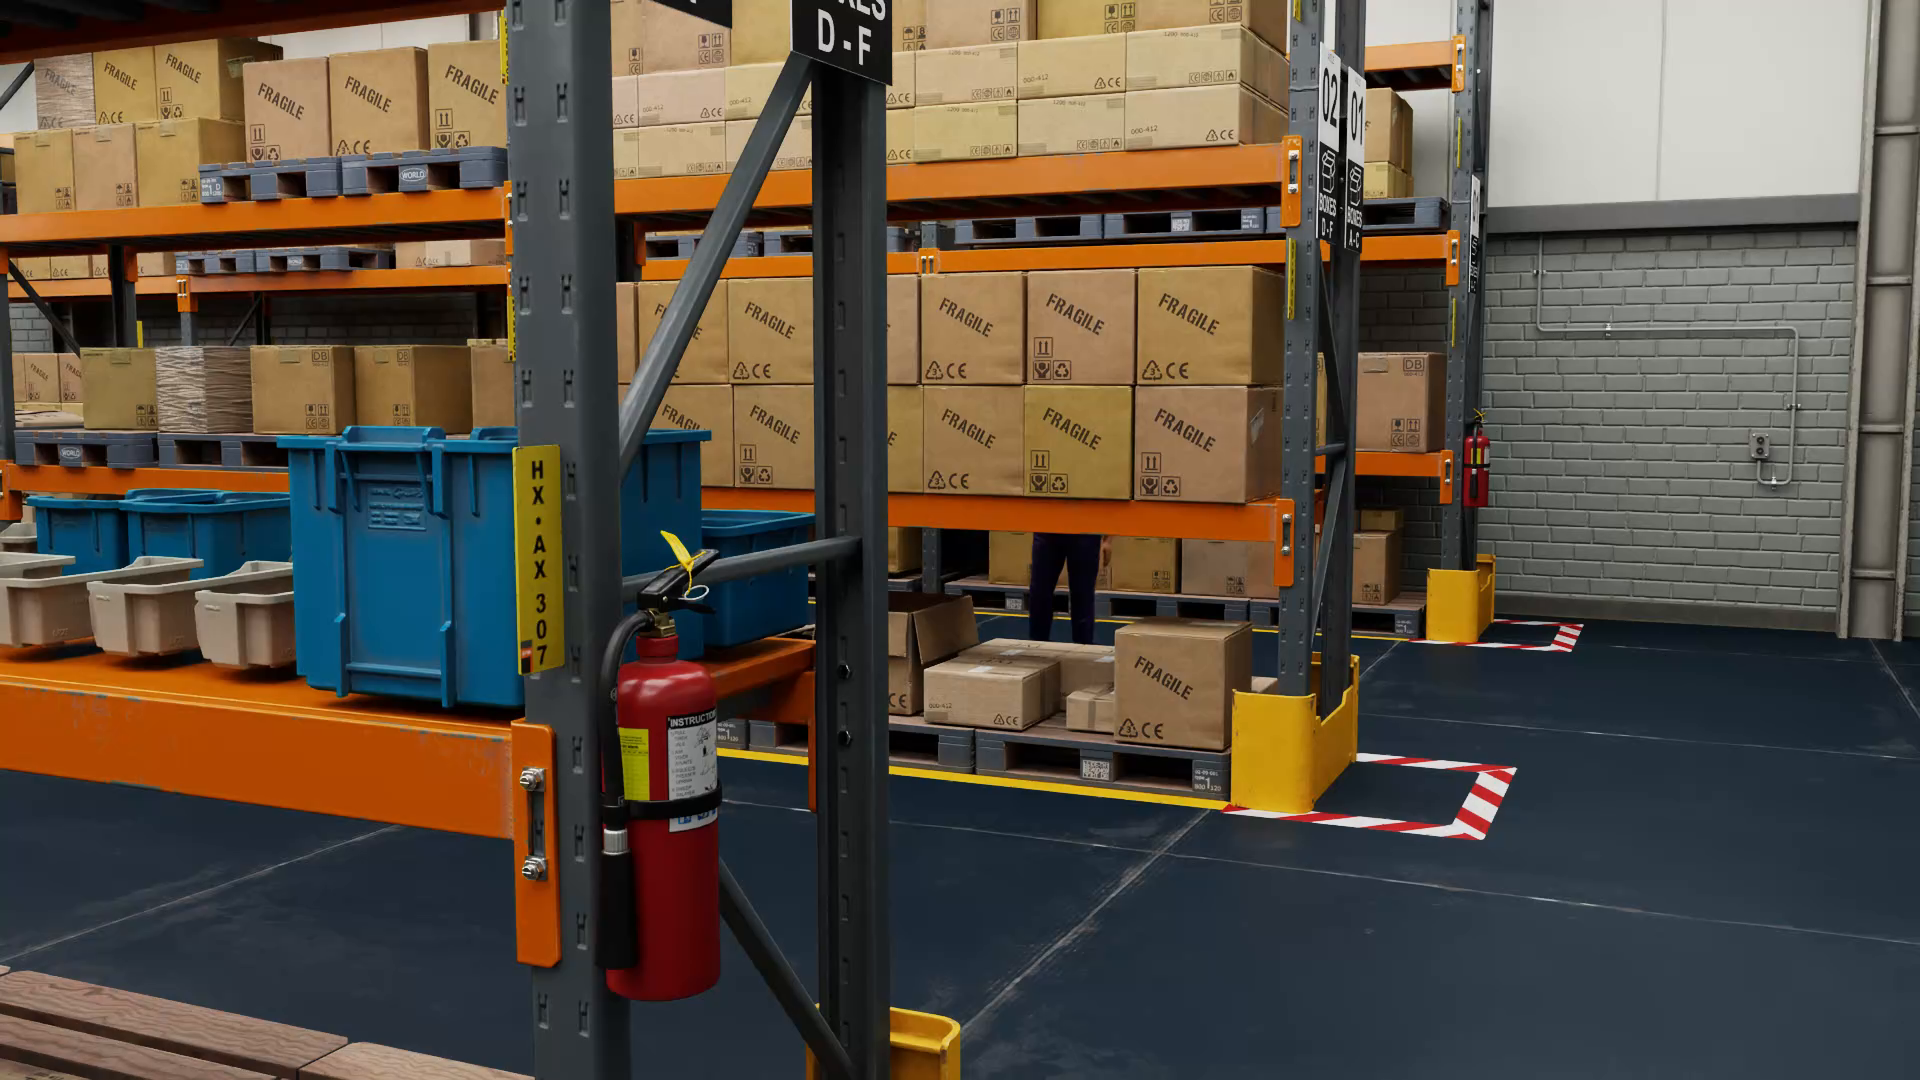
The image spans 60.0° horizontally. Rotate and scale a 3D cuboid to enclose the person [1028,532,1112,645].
[{"bbox_3d":[0.647,0.037,10.022,0.541,1.678,0.475,2,6,18],"label":"person"}]
